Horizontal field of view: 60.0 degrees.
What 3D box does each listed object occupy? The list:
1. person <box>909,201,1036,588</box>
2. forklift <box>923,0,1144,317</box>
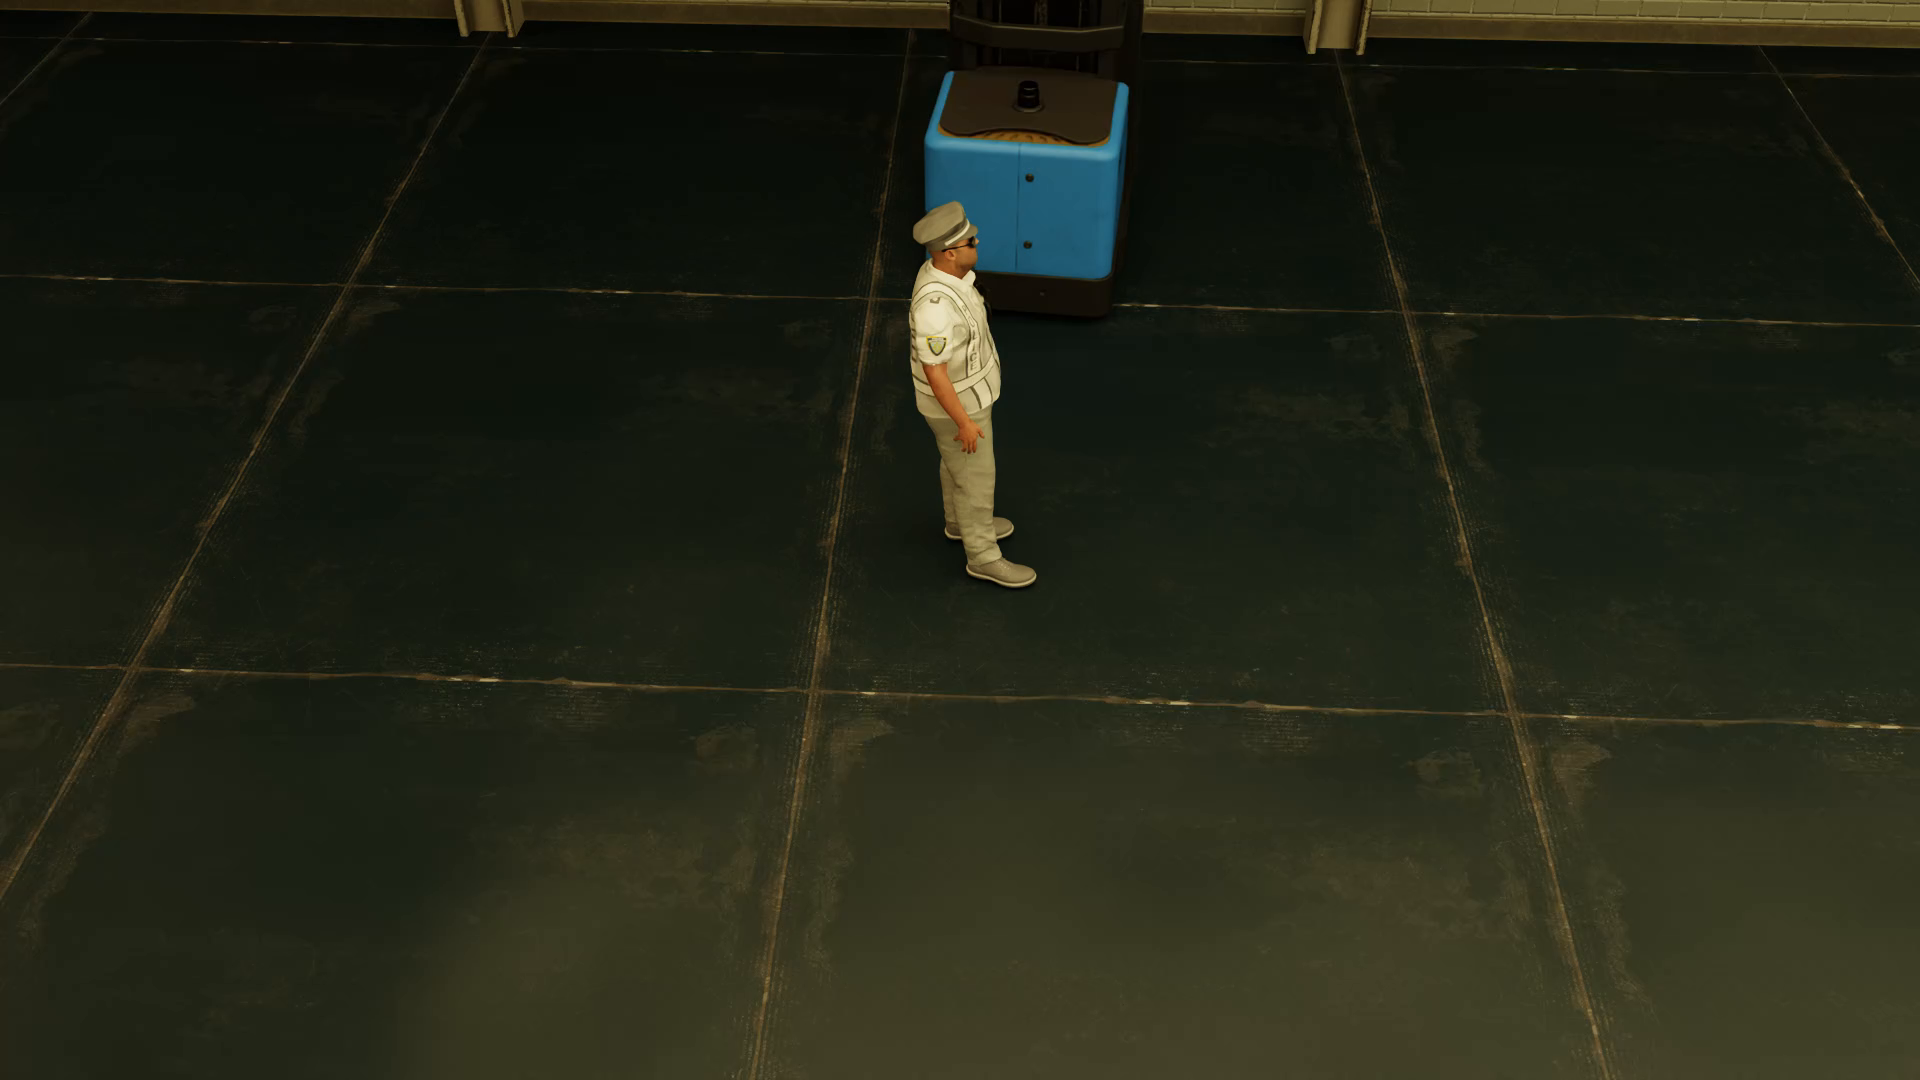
[{"bbox_3d":[0.077,-0.653,7.299,0.575,1.781,0.640,2,42,2],"label":"person"},{"bbox_3d":[0.520,-3.305,9.363,1.130,2.935,3.031,6,43,6],"label":"forklift"}]
